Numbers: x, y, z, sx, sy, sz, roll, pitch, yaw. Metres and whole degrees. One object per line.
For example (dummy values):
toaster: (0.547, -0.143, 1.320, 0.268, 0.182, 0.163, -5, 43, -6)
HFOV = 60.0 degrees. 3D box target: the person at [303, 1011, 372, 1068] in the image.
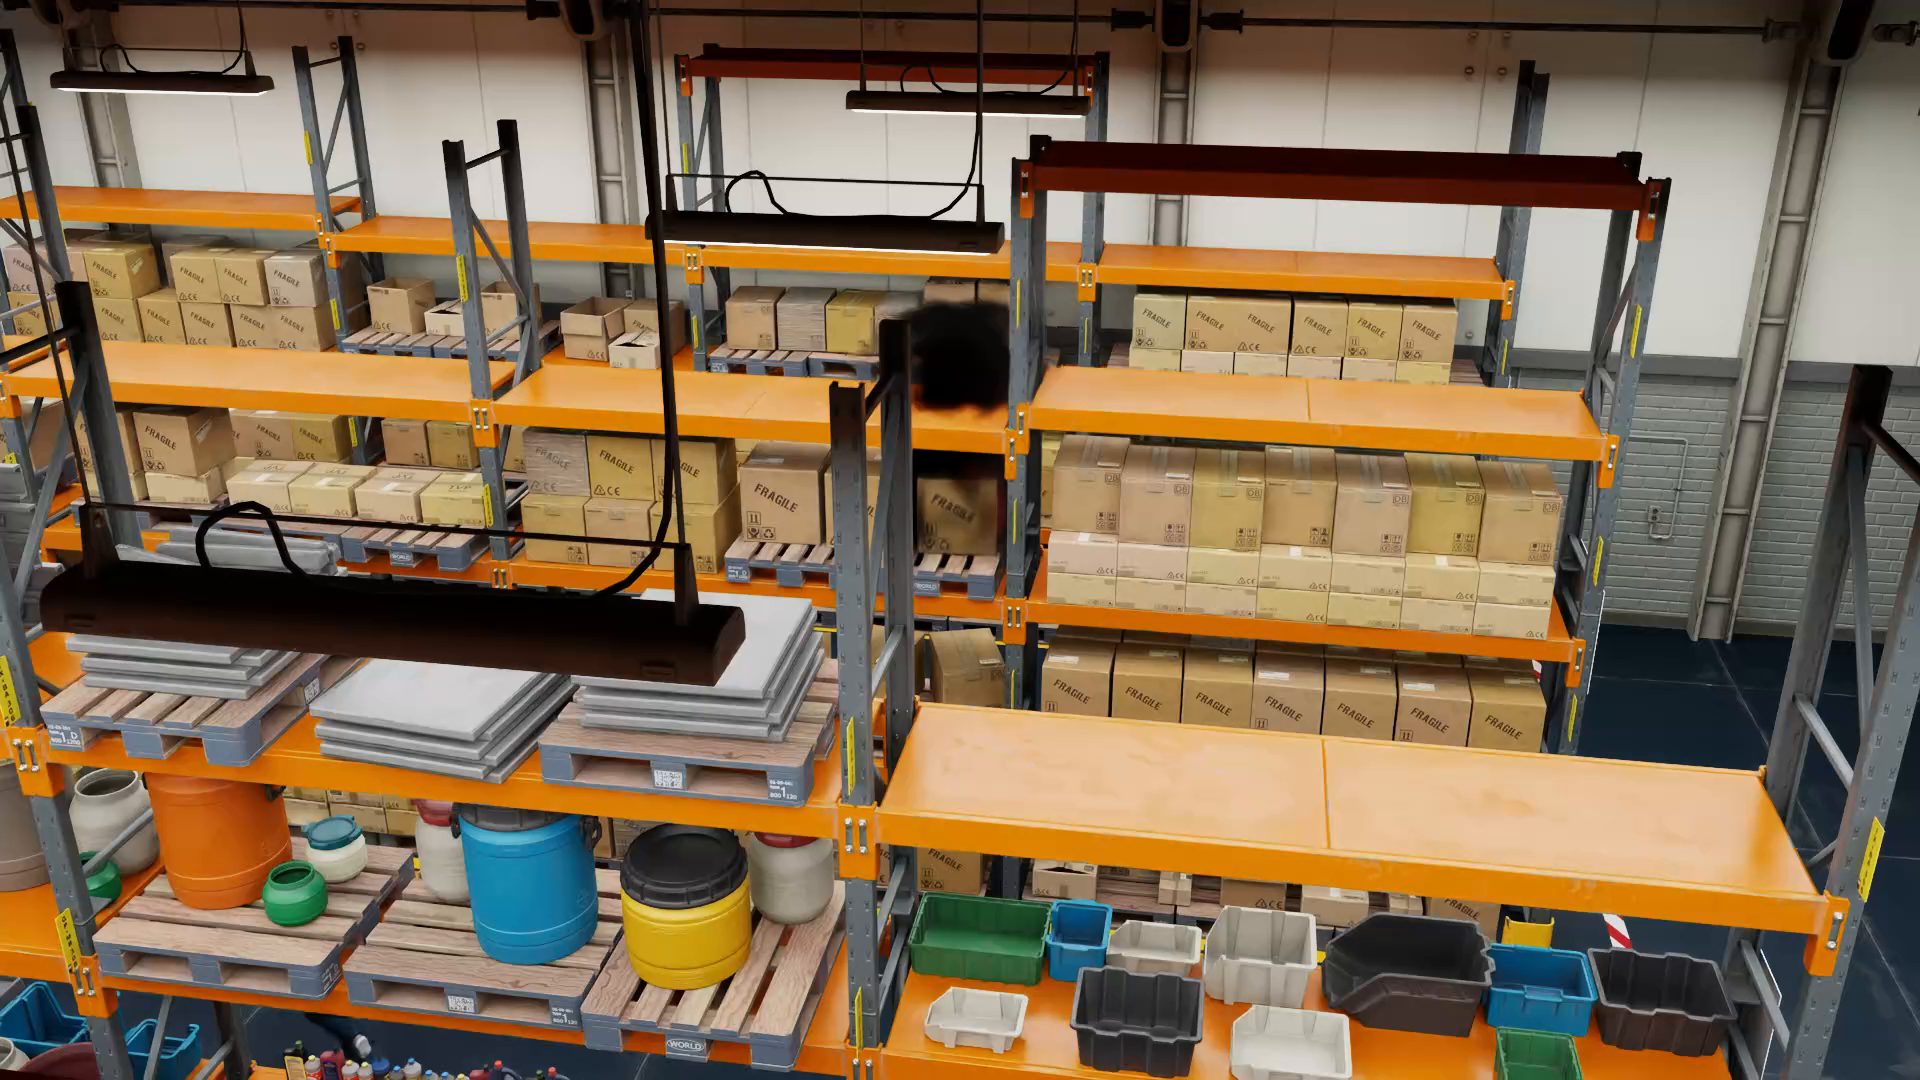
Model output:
person: (-4.441, 3.025, 11.406, 0.768, 1.430, 0.561, 11, 26, 25)
